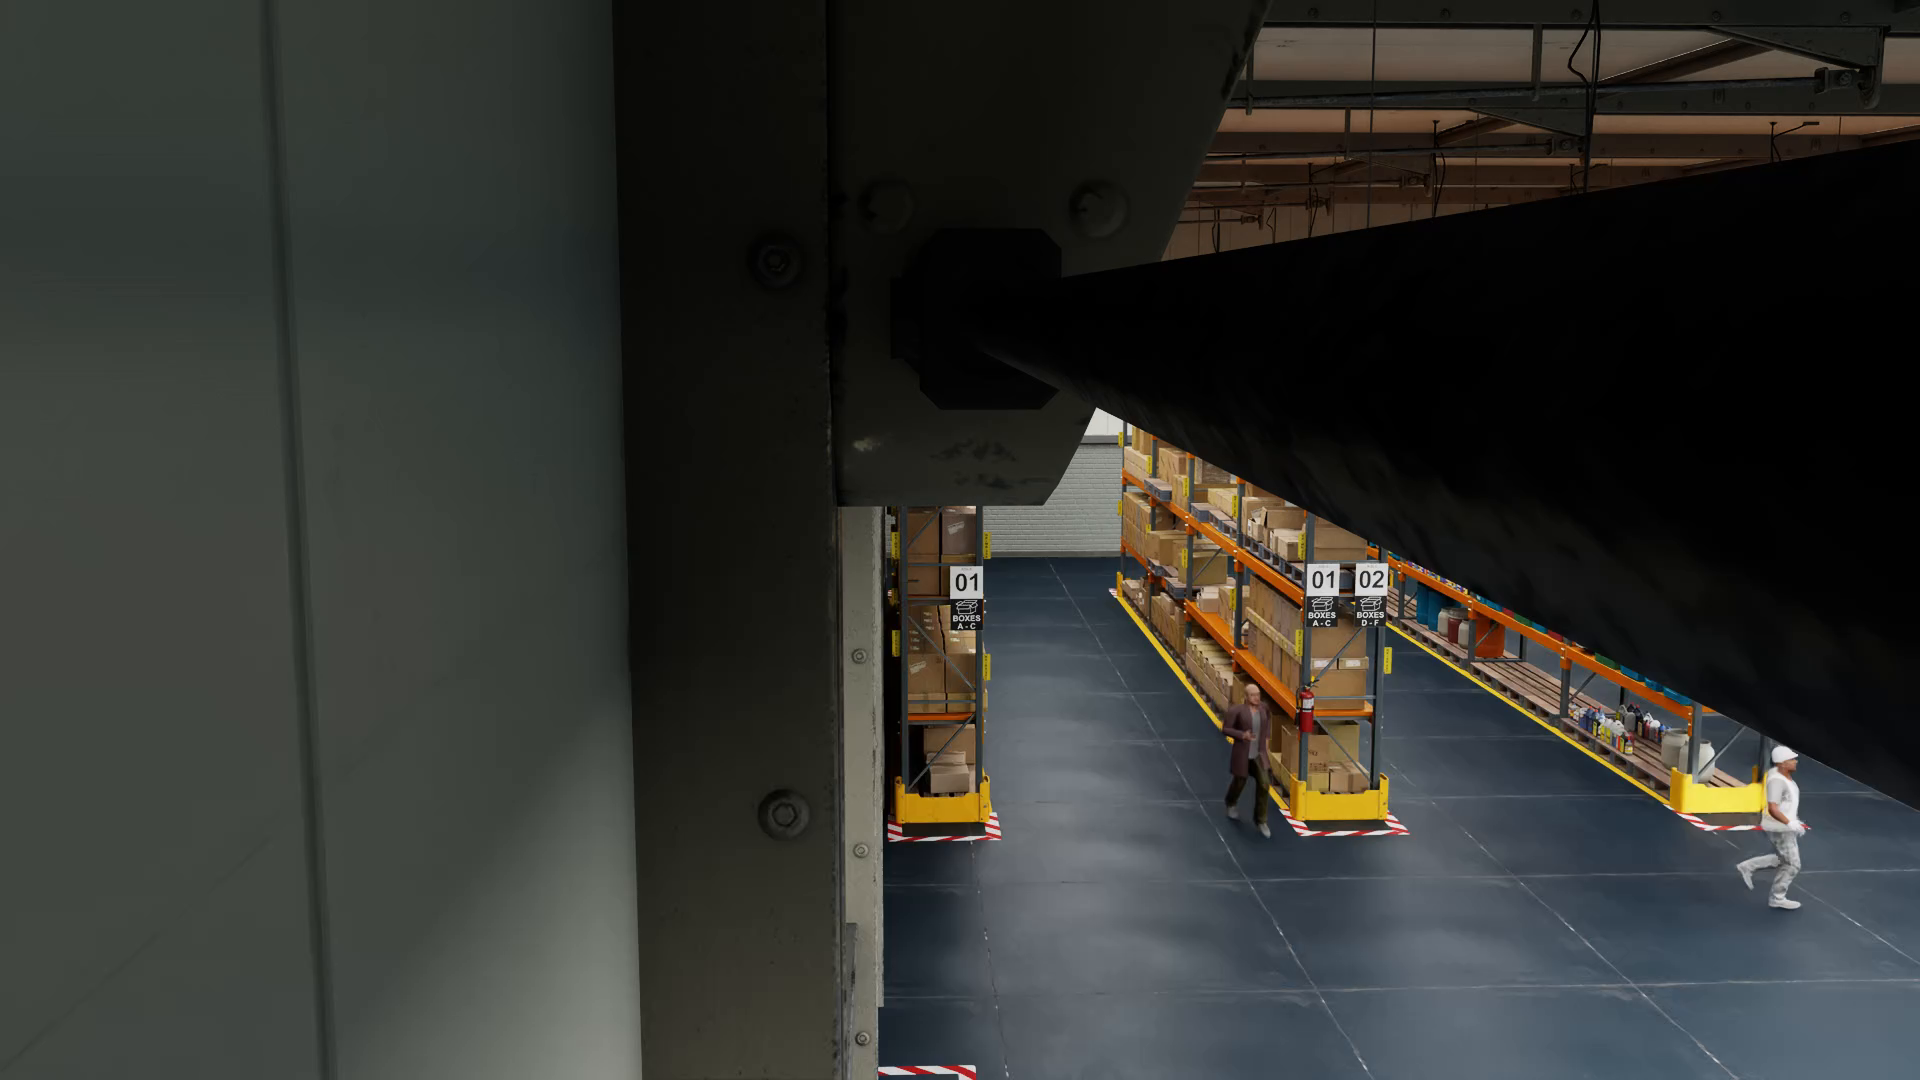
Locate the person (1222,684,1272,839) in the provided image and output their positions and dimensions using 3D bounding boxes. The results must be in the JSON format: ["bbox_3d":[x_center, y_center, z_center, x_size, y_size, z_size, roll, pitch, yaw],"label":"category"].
[{"bbox_3d":[3.501,2.629,20.230,0.729,1.816,0.993,-2,8,-12],"label":"person"}]

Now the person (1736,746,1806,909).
[{"bbox_3d":[8.597,3.018,17.559,0.608,1.739,0.730,4,9,25],"label":"person"}]
